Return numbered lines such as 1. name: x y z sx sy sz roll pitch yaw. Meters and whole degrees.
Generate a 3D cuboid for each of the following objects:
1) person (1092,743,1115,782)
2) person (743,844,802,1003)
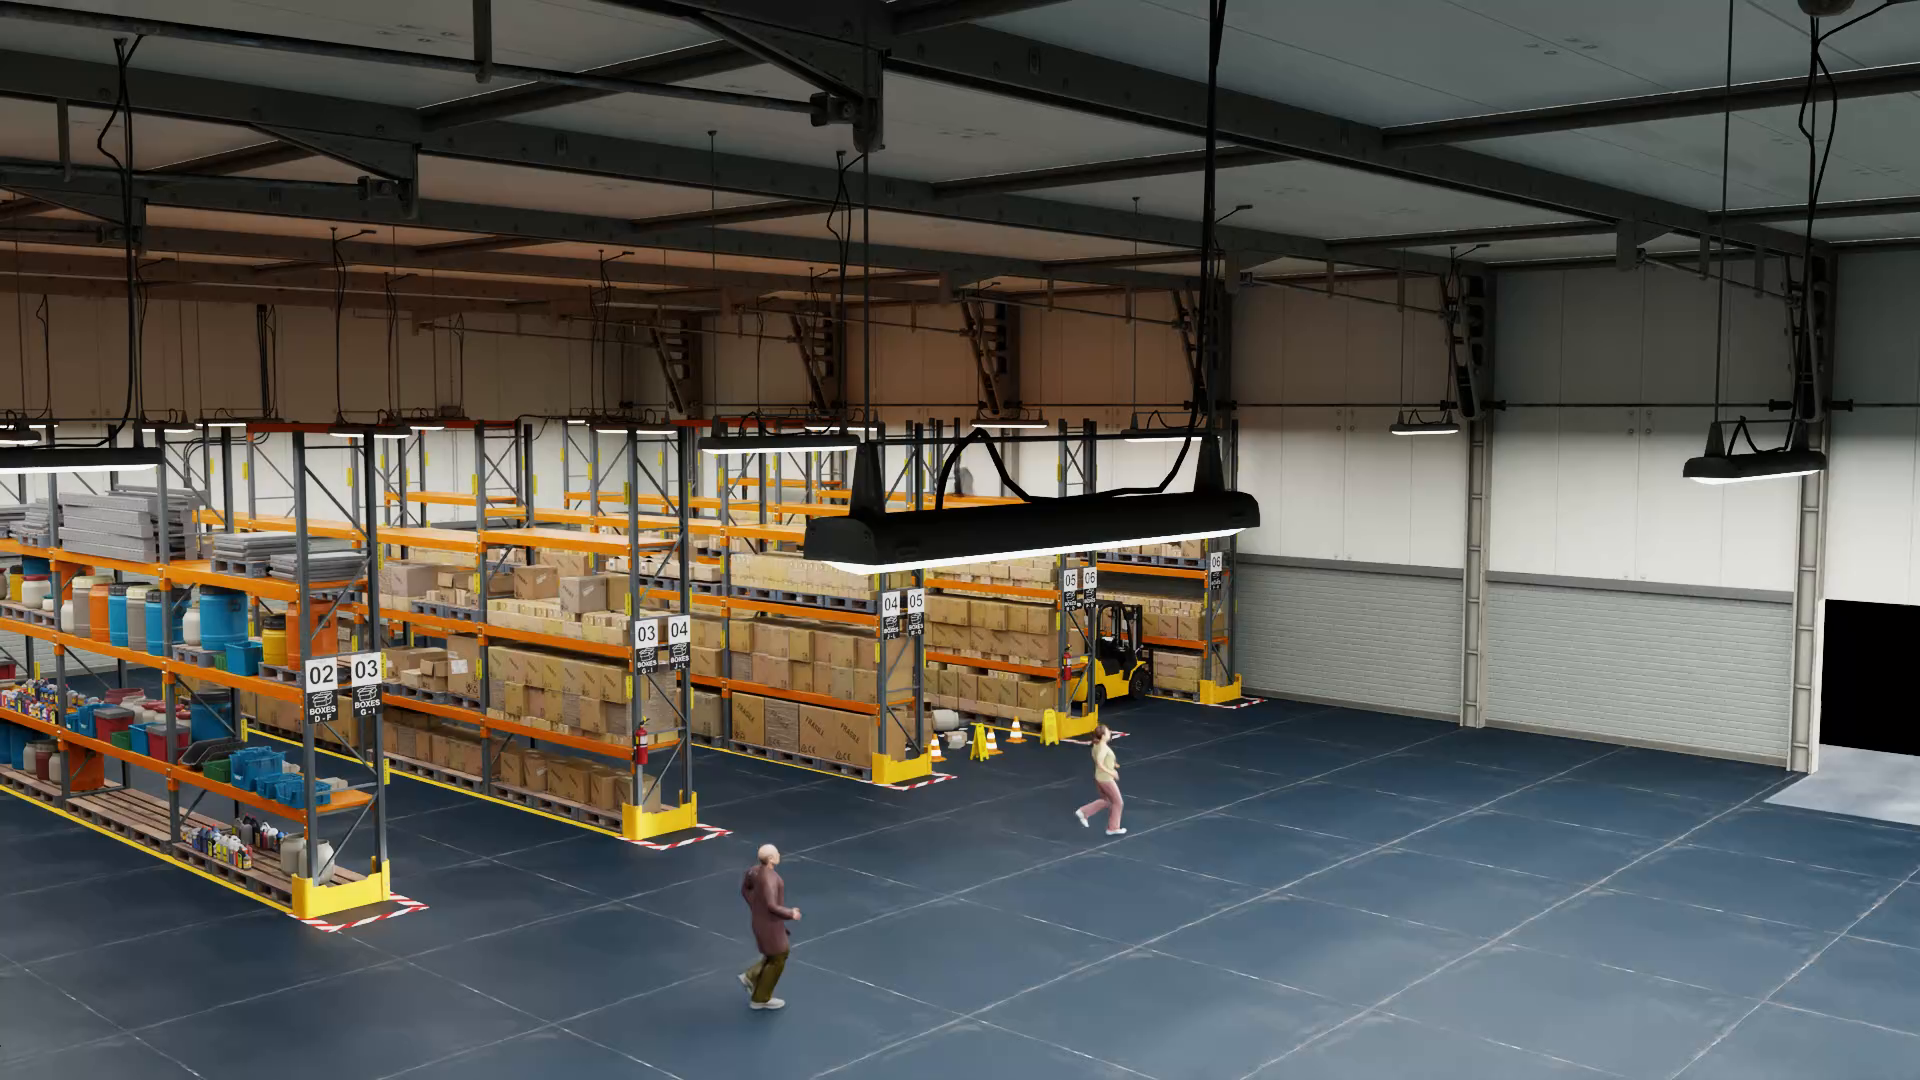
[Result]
1. person: 2.098 3.239 24.385 0.323 0.558 0.545 -1 5 -10
2. person: -1.962 4.003 17.386 0.575 1.673 0.674 -2 5 -22
